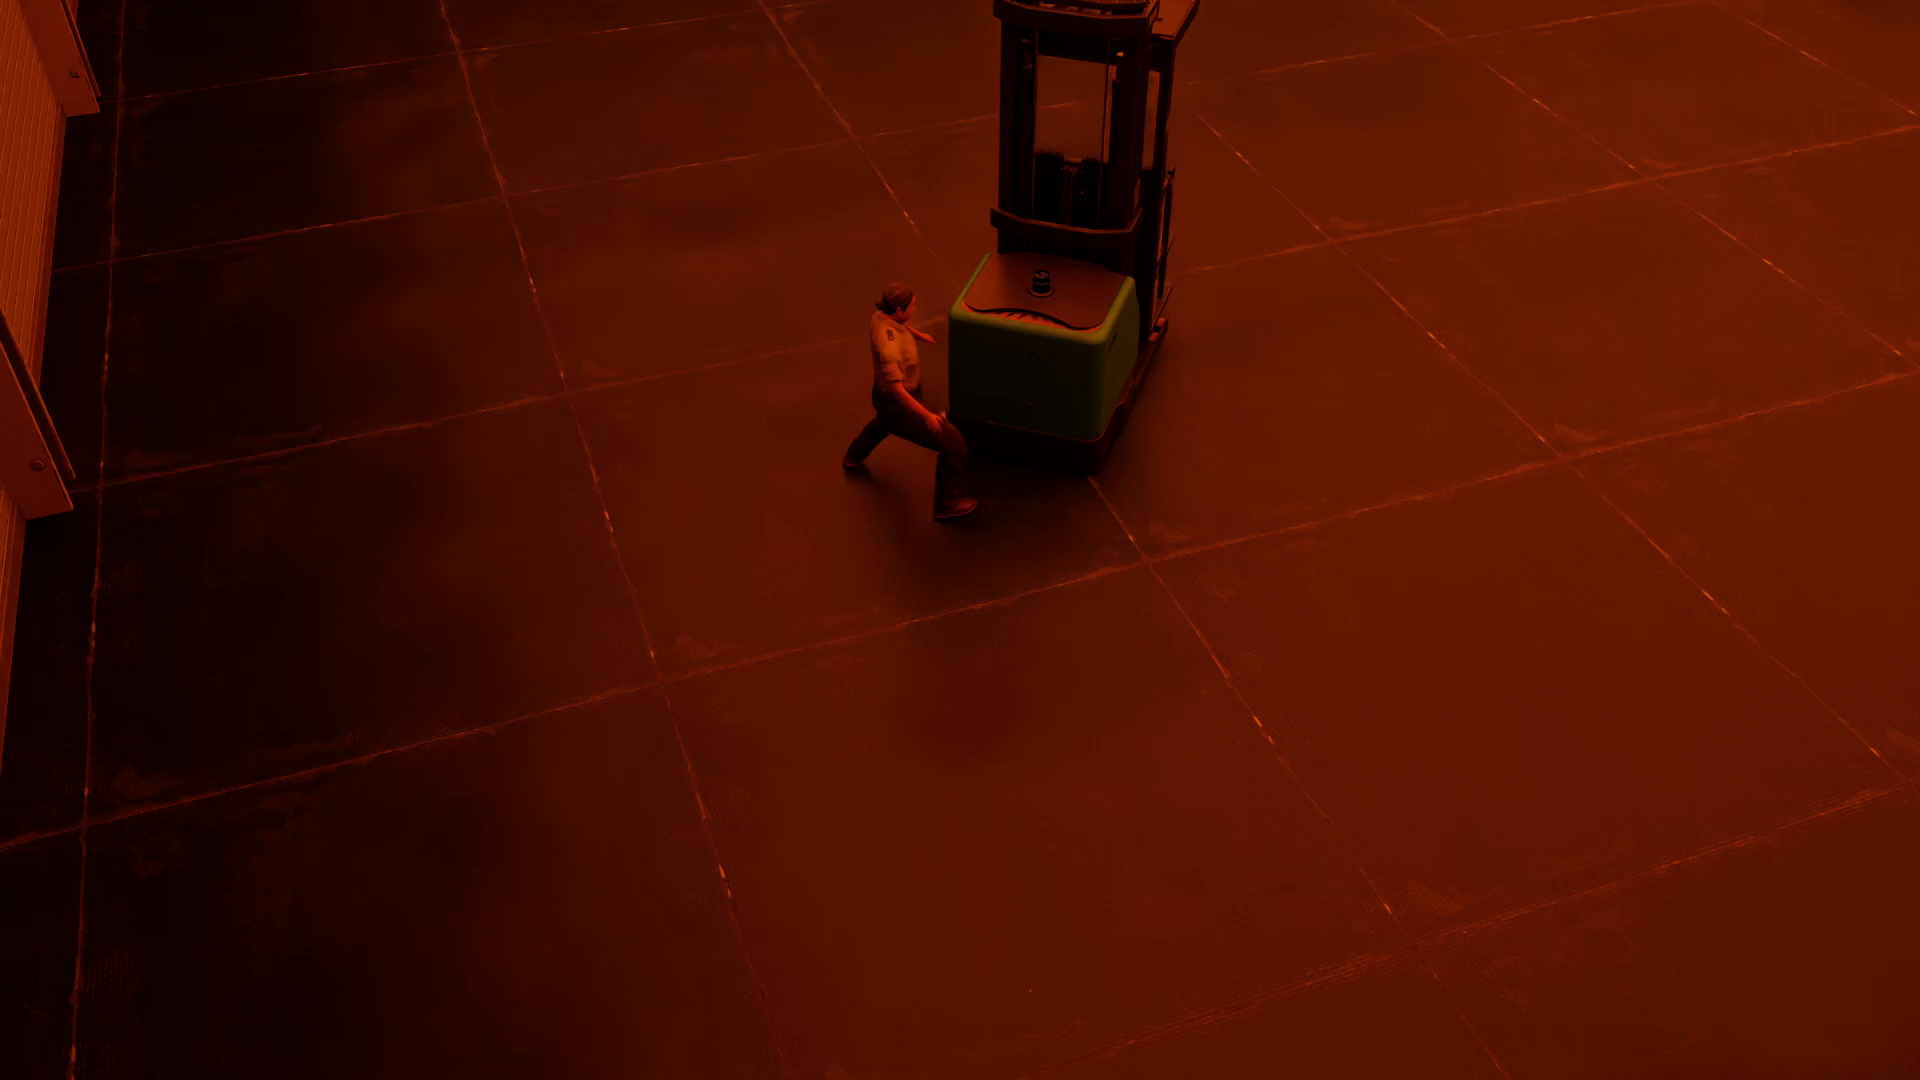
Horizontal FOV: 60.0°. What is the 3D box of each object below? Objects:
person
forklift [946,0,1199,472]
[{"bbox_3d":[-0.334,-0.920,10.244,0.785,1.528,0.928,-6,40,-7],"label":"person"},{"bbox_3d":[0.866,-2.517,10.994,1.130,2.935,3.031,12,42,14],"label":"forklift"}]
